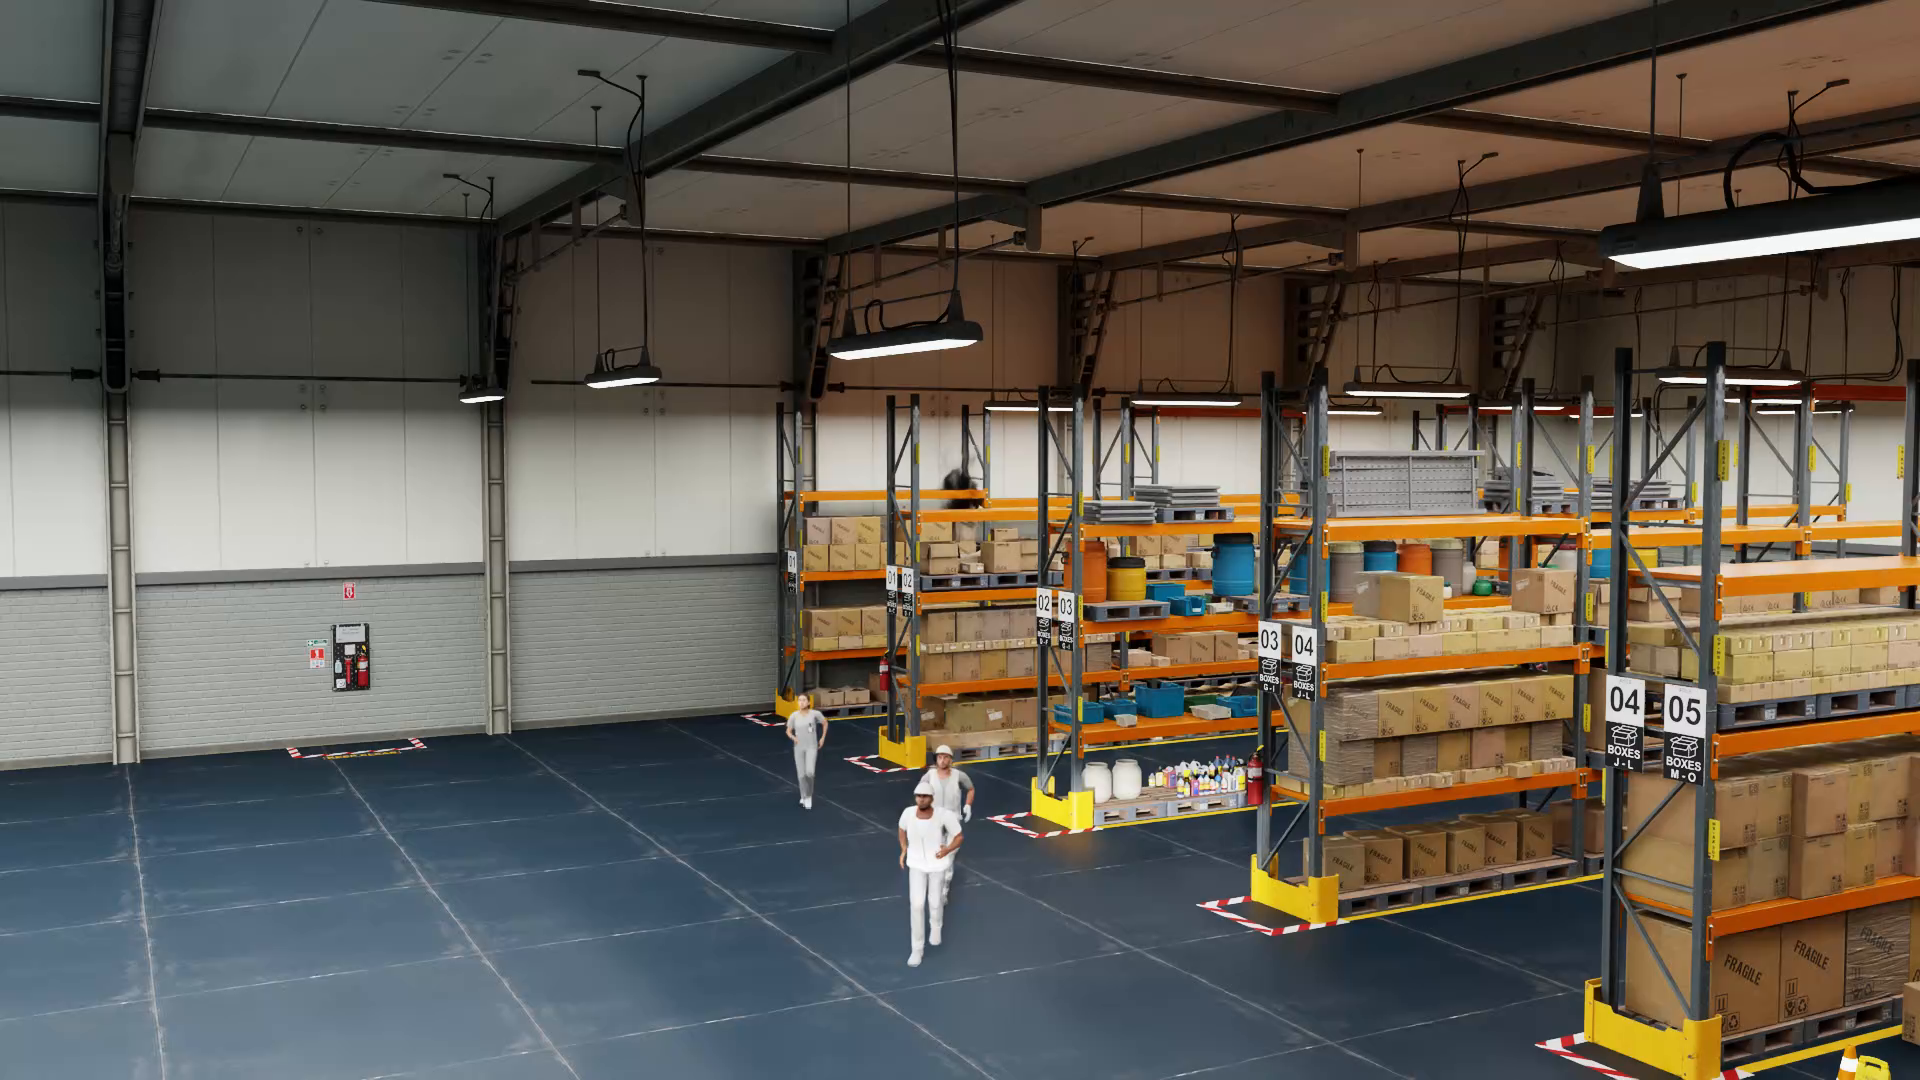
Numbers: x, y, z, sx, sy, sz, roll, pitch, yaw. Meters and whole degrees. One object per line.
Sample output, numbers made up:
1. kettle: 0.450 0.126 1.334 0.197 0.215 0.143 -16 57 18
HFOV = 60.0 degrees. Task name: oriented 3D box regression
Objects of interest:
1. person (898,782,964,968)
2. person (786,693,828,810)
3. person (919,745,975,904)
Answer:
1. person: -0.301 3.320 16.820 0.691 1.801 0.854 0 3 6
2. person: -2.197 3.000 23.716 0.571 1.653 0.652 0 3 4
3. person: -0.163 3.218 19.034 0.669 1.748 0.848 0 3 3
